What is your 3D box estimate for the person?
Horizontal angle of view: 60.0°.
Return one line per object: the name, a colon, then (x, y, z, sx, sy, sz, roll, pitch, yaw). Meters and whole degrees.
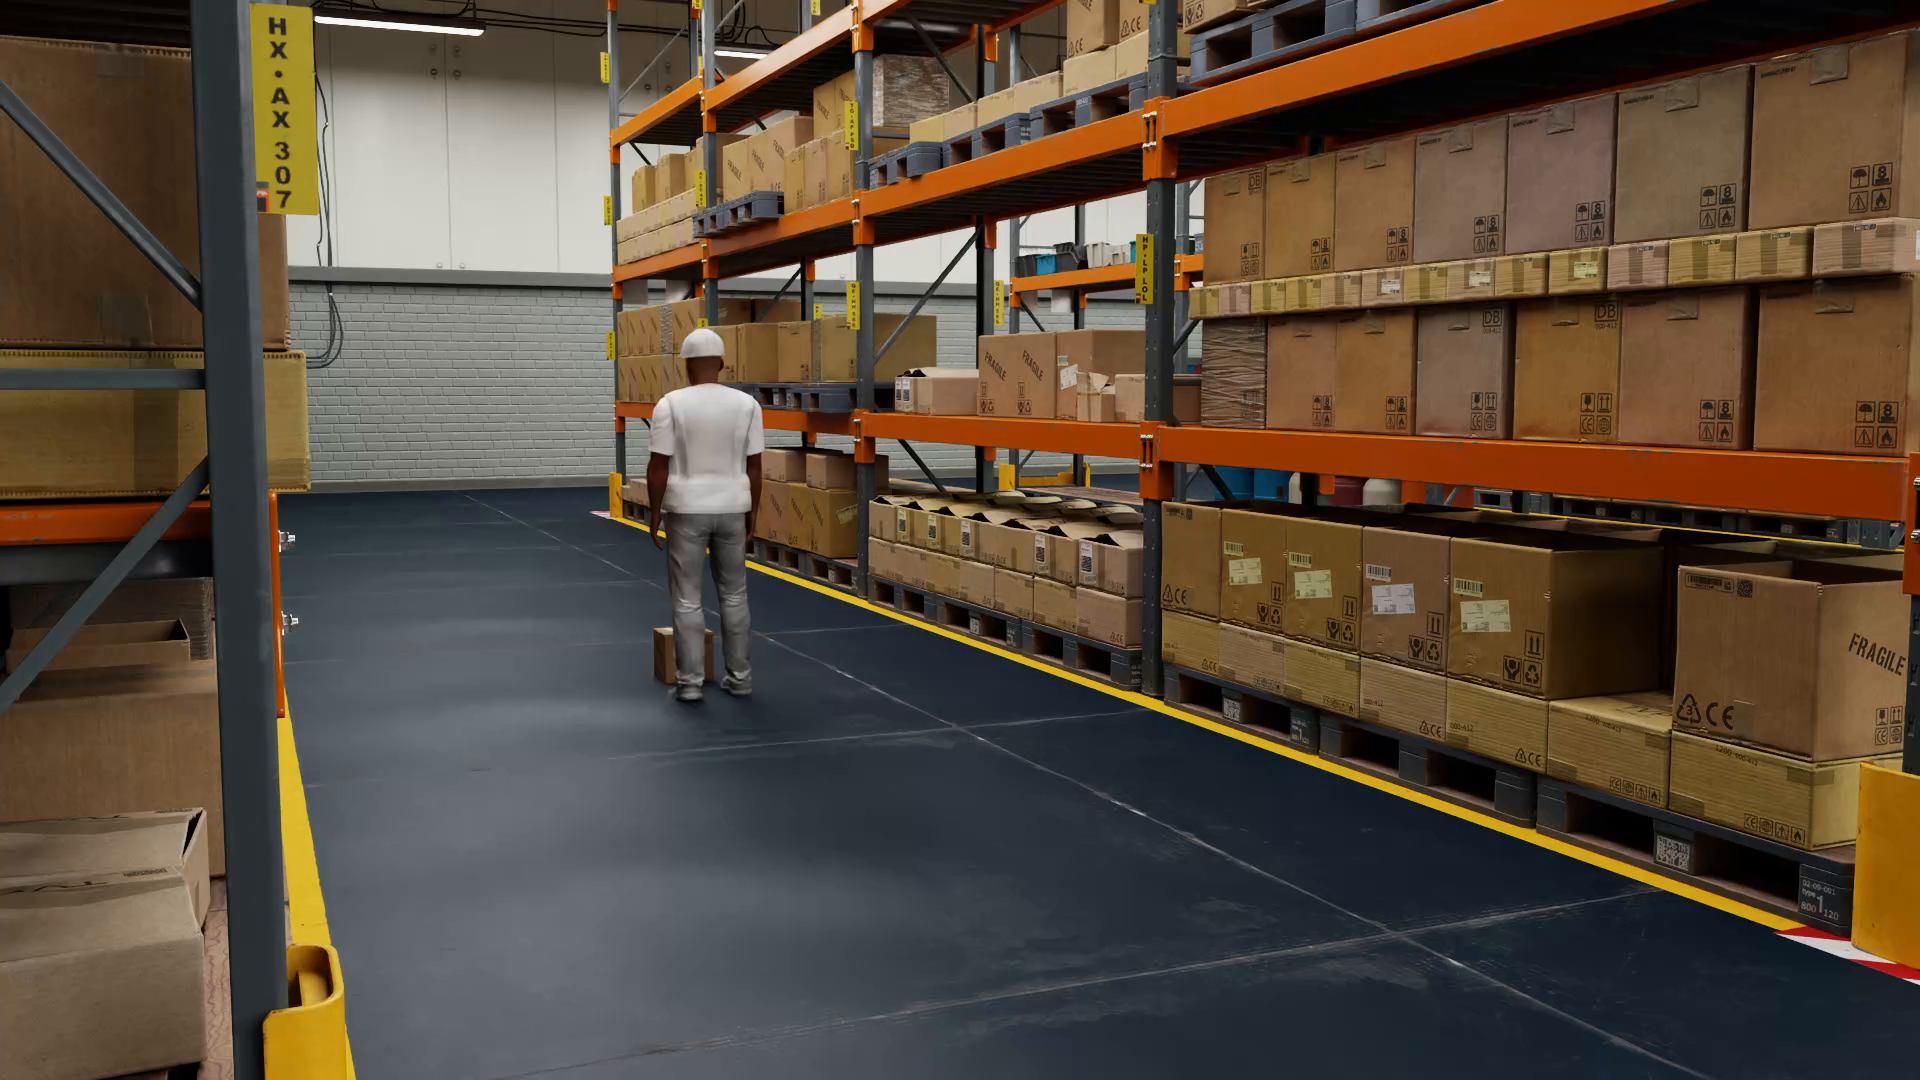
person: (-1.226, -0.113, 7.997, 0.564, 1.782, 0.363, -2, 6, -22)
